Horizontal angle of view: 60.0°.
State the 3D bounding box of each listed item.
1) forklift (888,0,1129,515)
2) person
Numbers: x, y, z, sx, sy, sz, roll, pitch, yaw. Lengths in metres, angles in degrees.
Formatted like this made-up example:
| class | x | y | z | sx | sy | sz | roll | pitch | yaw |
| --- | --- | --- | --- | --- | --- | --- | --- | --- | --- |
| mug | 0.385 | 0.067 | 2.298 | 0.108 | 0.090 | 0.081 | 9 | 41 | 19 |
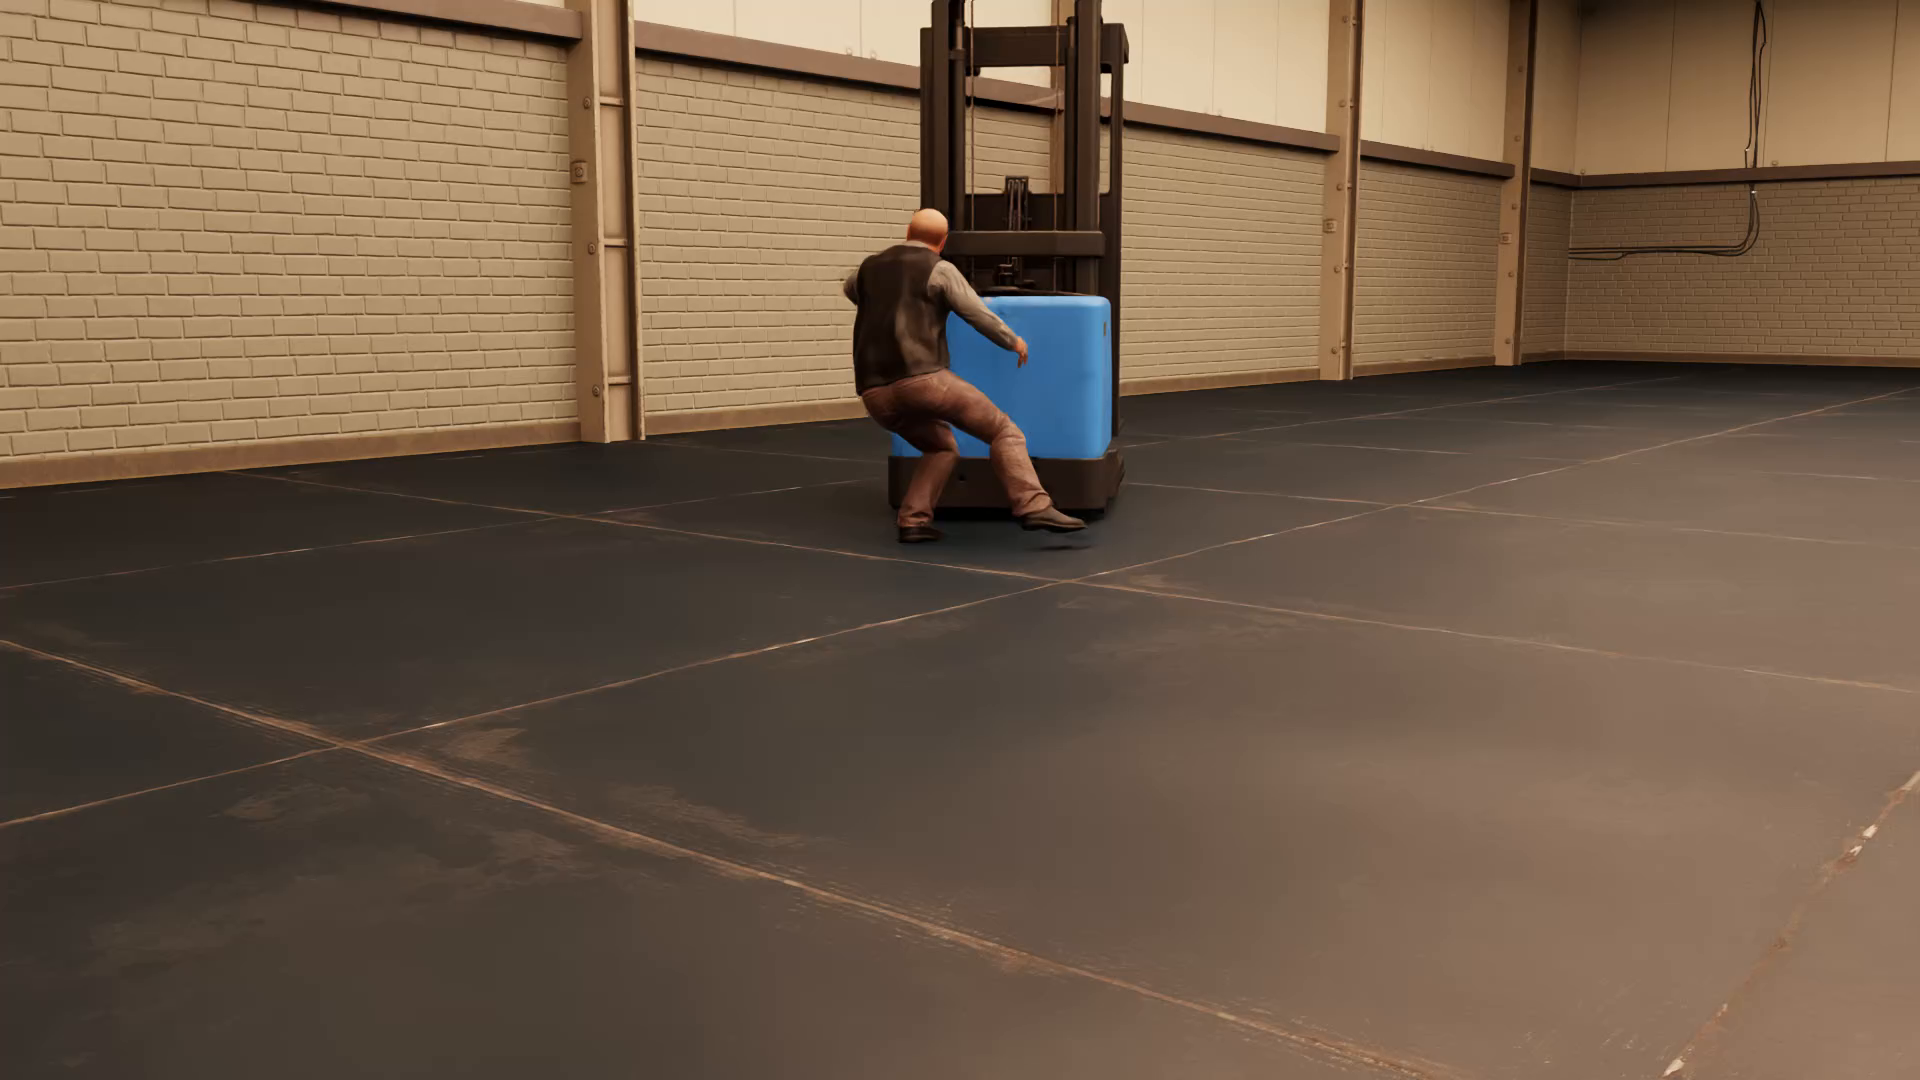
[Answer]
| class | x | y | z | sx | sy | sz | roll | pitch | yaw |
| --- | --- | --- | --- | --- | --- | --- | --- | --- | --- |
| forklift | 0.363 | -1.750 | 9.241 | 1.130 | 2.935 | 3.031 | 1 | 8 | 8 |
| person | -0.048 | -0.727 | 7.392 | 1.350 | 1.479 | 0.835 | 5 | 10 | 33 |
